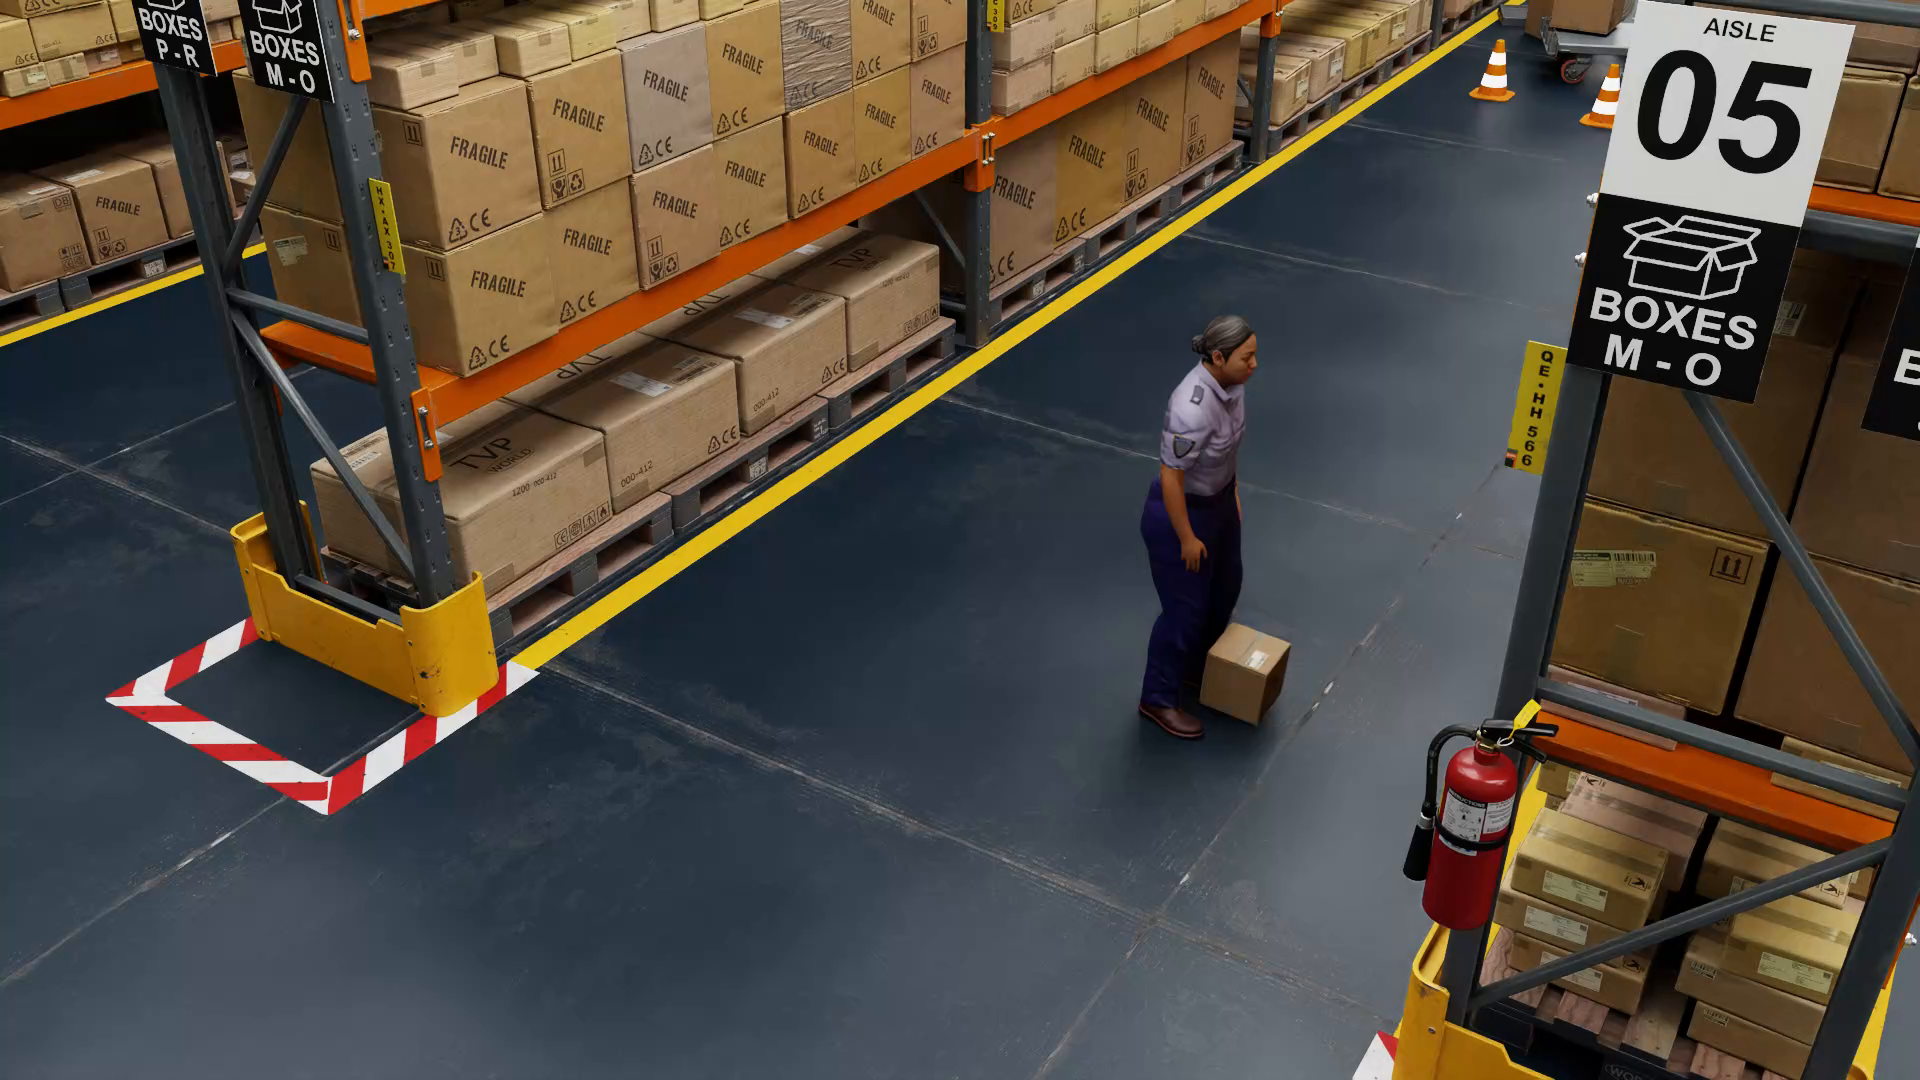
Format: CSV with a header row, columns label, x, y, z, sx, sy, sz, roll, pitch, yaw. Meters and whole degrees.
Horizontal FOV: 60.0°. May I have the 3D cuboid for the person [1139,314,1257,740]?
label,x,y,z,sx,sy,sz,roll,pitch,yaw
person,0.919,-0.074,6.263,0.422,1.653,0.535,17,34,26
